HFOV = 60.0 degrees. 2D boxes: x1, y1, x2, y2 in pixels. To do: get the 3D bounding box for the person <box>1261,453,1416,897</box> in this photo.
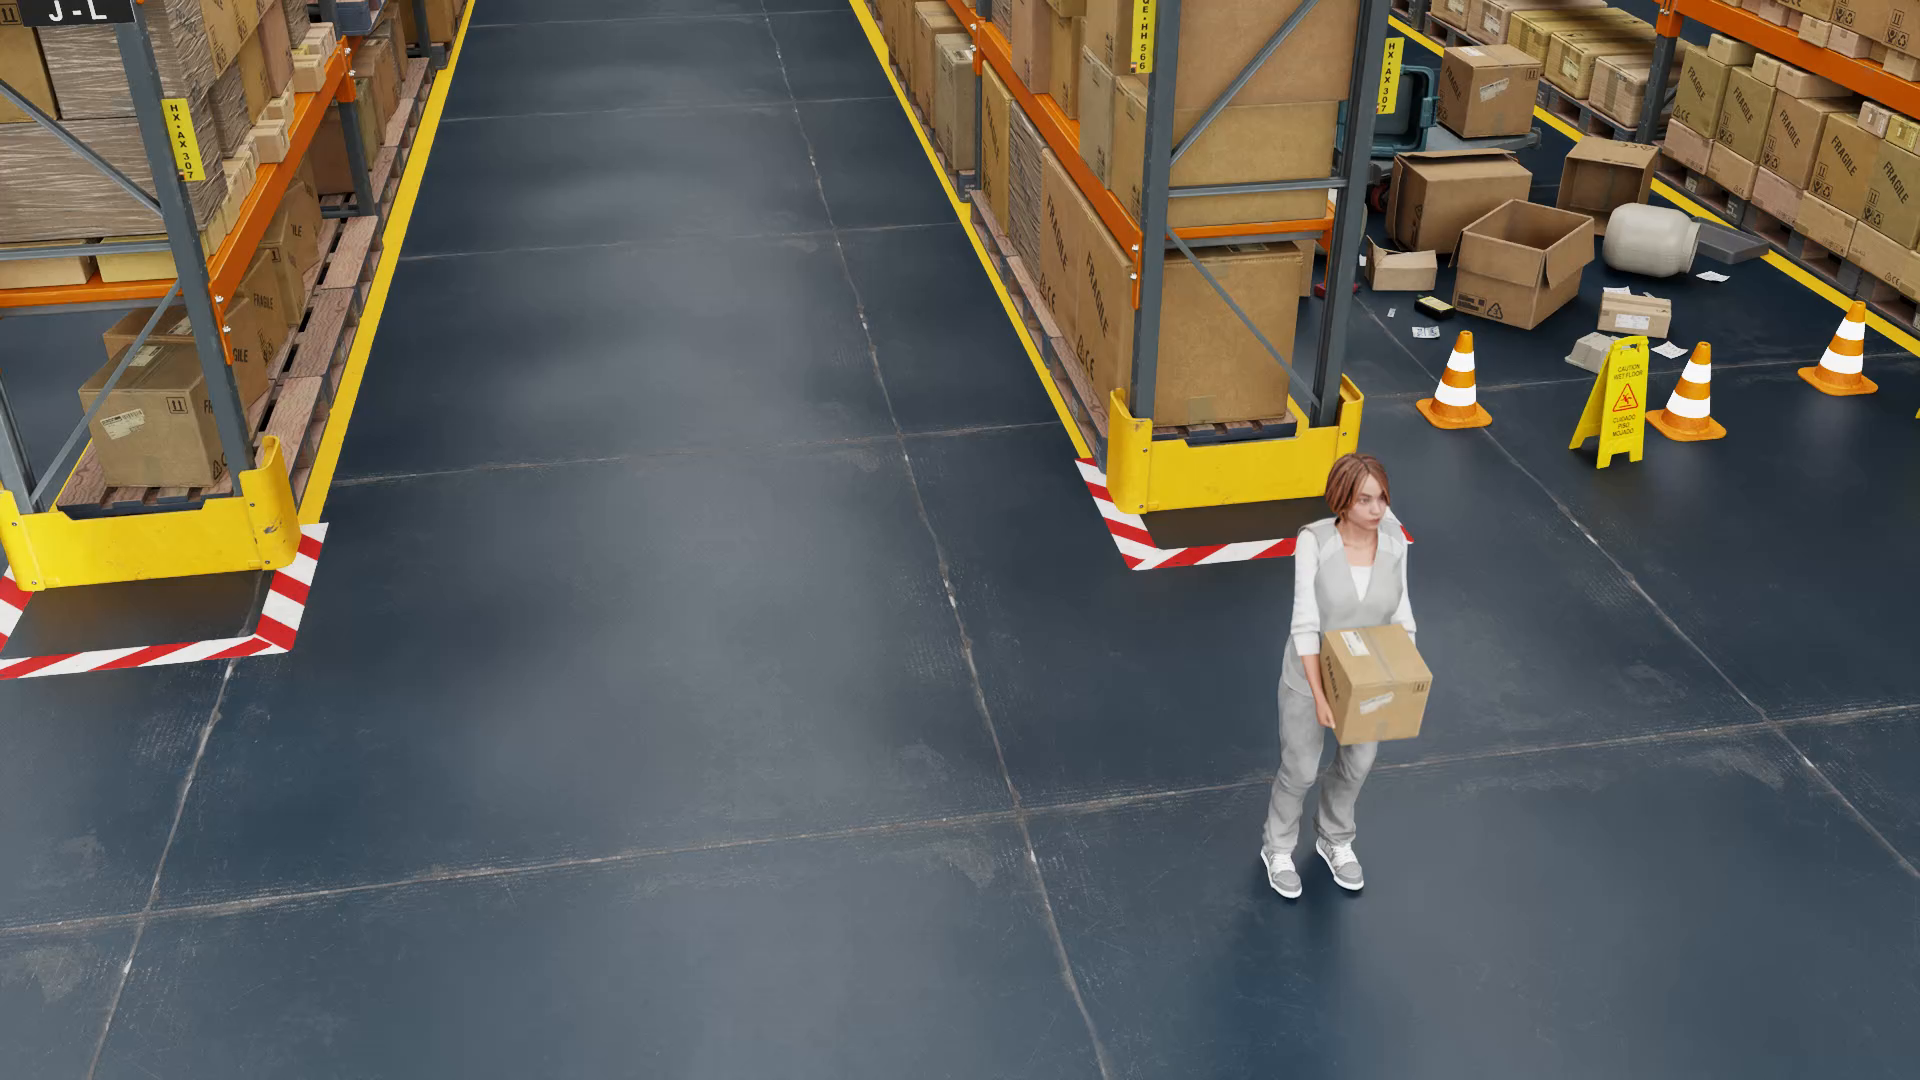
[{"bbox_3d":[1.232,0.502,5.324,0.406,1.580,0.500,-5,31,-8],"label":"person"}]
